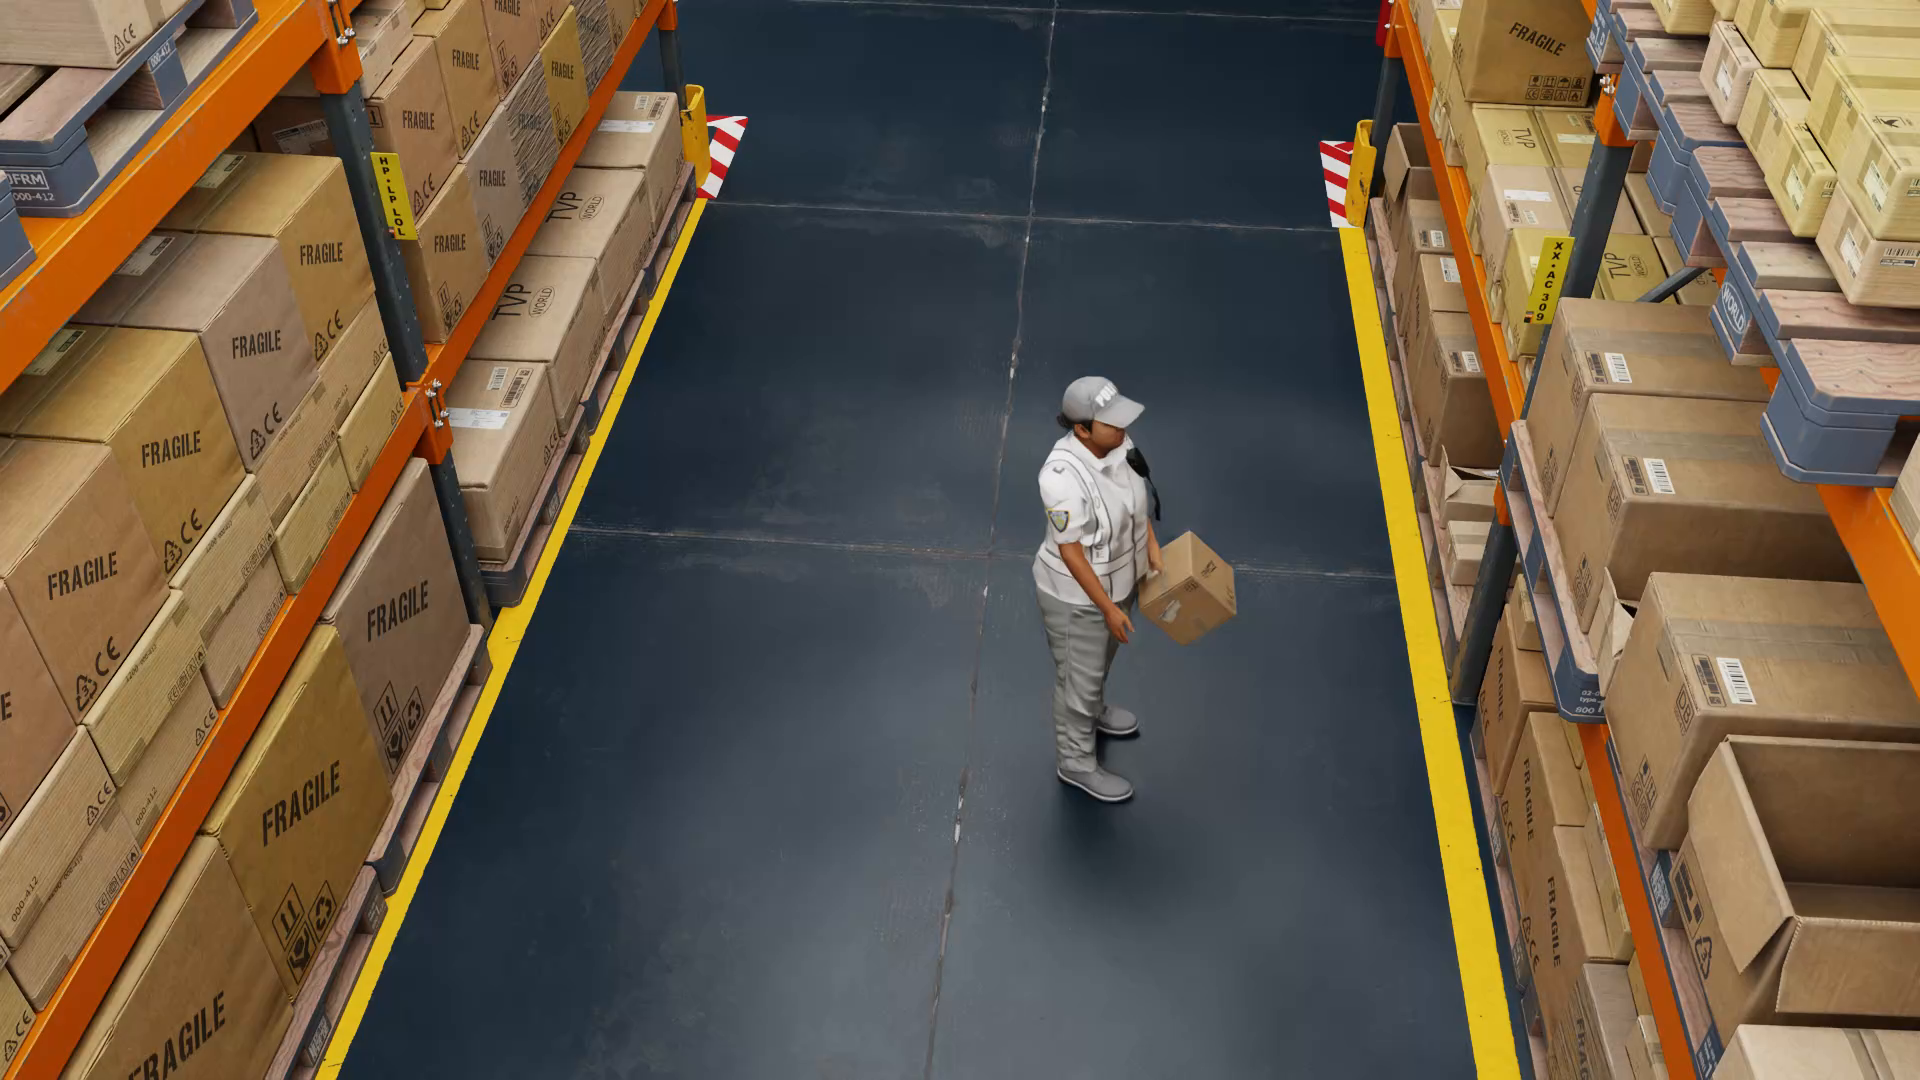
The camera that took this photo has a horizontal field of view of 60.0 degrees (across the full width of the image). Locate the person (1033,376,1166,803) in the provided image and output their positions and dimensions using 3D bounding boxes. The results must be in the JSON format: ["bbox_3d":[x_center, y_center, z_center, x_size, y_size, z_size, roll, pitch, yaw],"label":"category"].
[{"bbox_3d":[0.530,0.157,5.955,0.502,1.669,0.505,23,45,24],"label":"person"}]
